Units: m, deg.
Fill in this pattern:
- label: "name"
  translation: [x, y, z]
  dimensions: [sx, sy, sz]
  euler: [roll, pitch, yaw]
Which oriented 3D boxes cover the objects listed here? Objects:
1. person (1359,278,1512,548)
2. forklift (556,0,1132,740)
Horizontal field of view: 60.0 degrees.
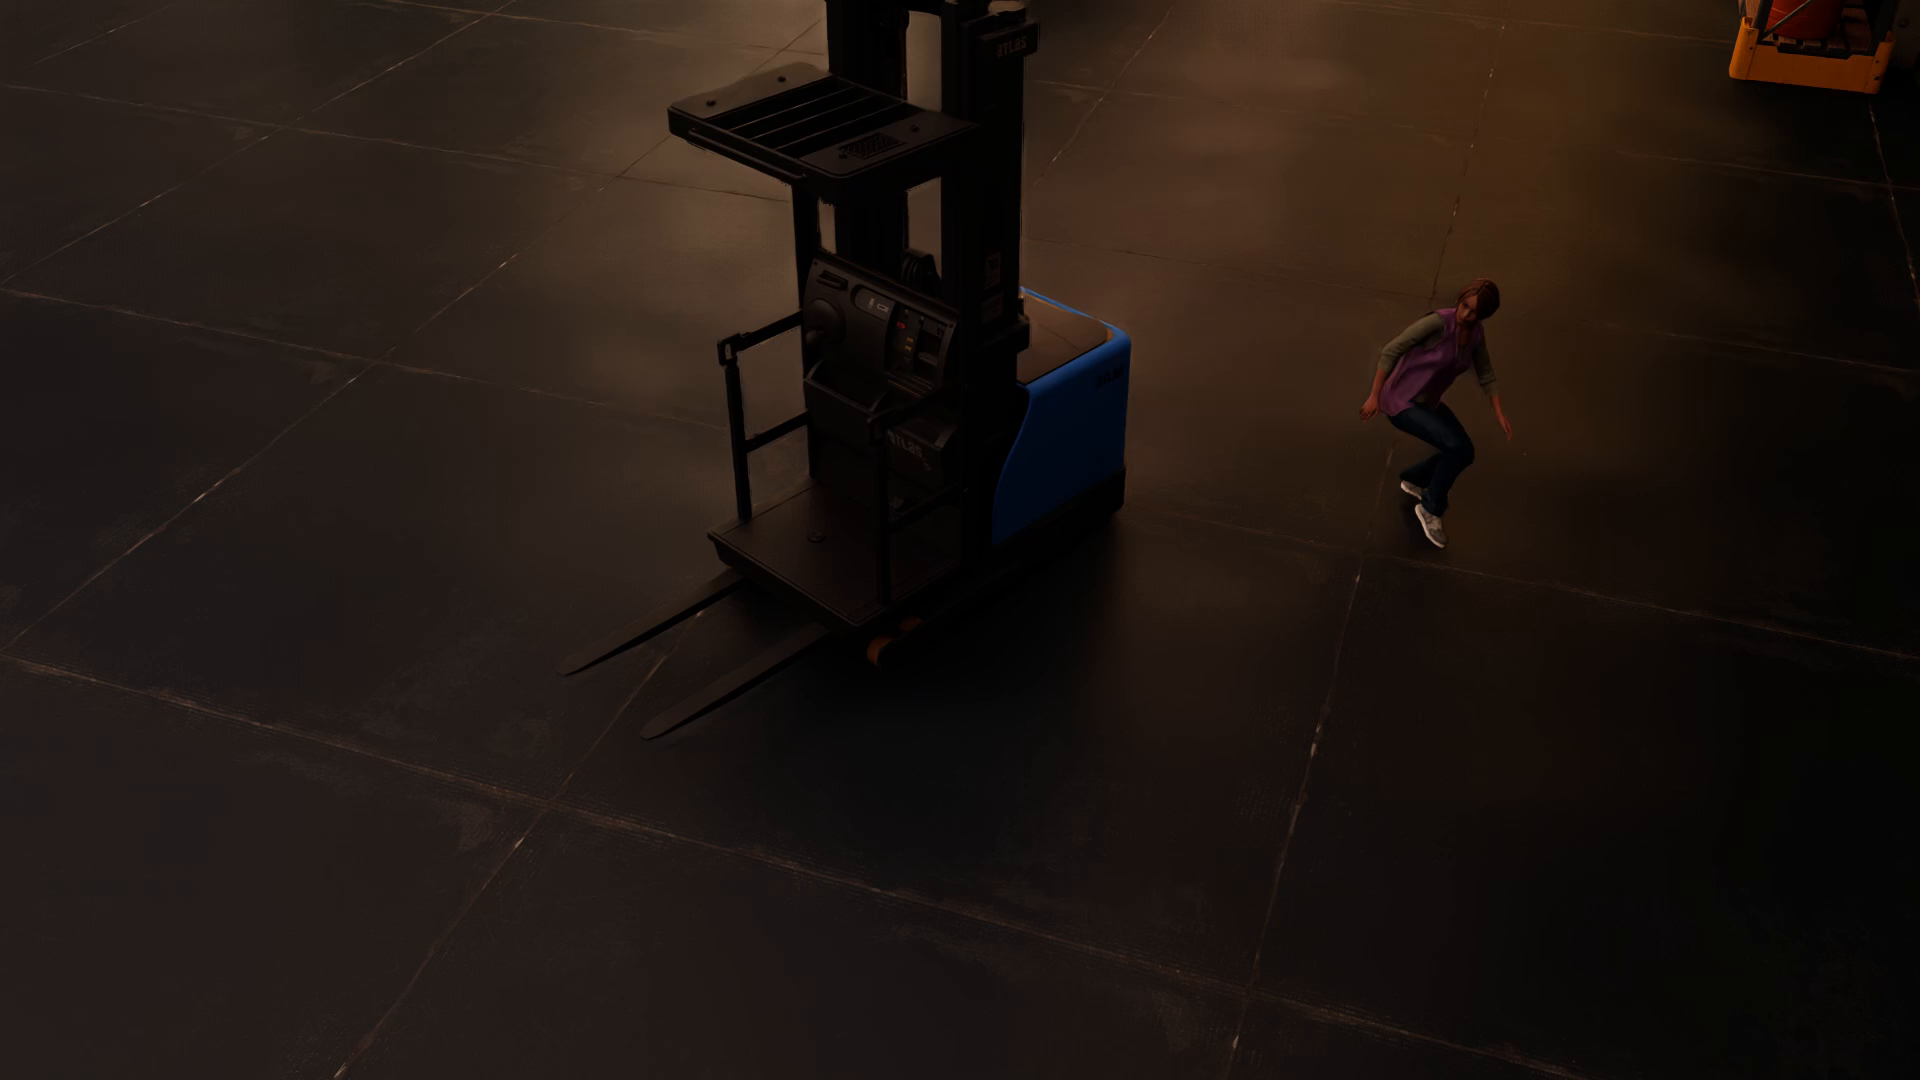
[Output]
- label: "person"
  translation: [2.437, -0.655, 8.404]
  dimensions: [0.649, 1.389, 0.635]
  euler: [-29, 44, -34]
- label: "forklift"
  translation: [-0.518, -0.927, 7.418]
  dimensions: [1.130, 2.935, 3.031]
  euler: [29, 45, 35]
